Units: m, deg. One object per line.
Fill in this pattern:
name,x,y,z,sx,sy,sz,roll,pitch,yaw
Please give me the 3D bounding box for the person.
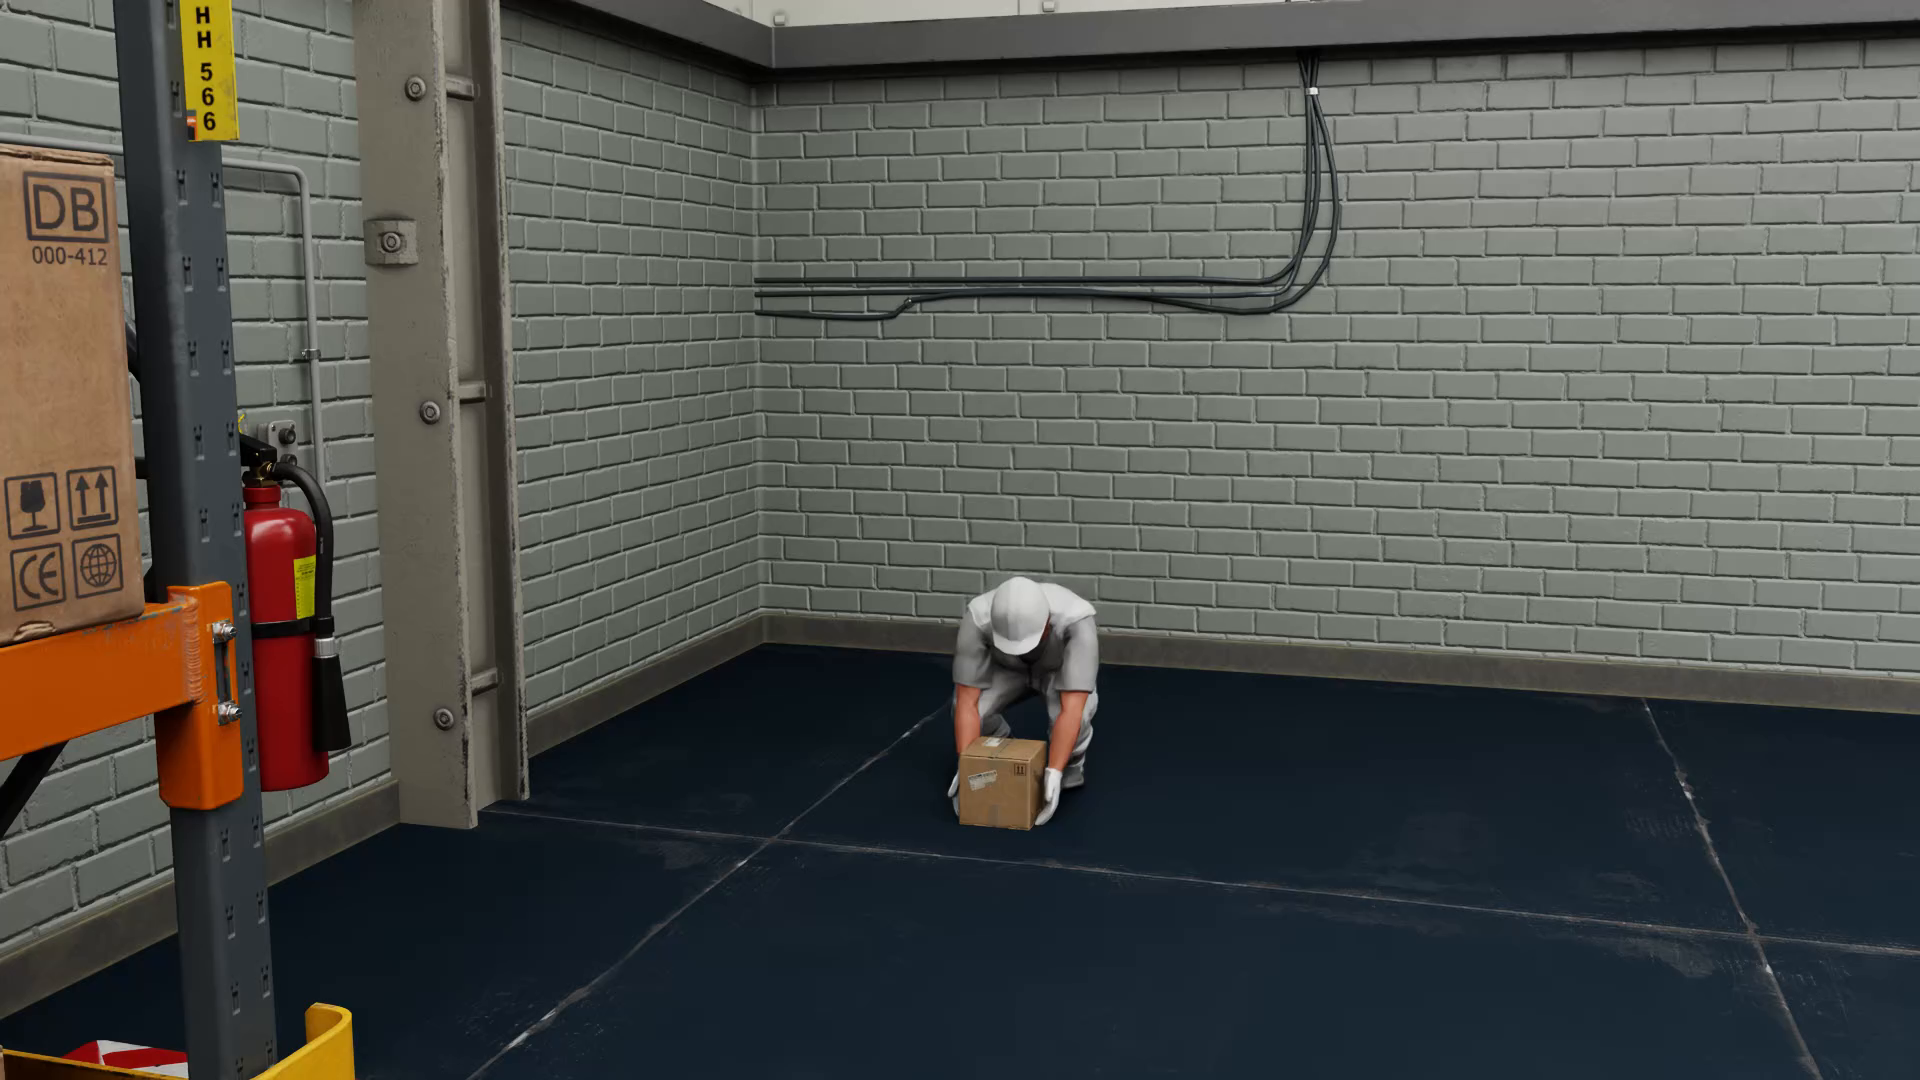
person,0.251,0.512,6.042,0.563,0.880,0.890,2,9,16
